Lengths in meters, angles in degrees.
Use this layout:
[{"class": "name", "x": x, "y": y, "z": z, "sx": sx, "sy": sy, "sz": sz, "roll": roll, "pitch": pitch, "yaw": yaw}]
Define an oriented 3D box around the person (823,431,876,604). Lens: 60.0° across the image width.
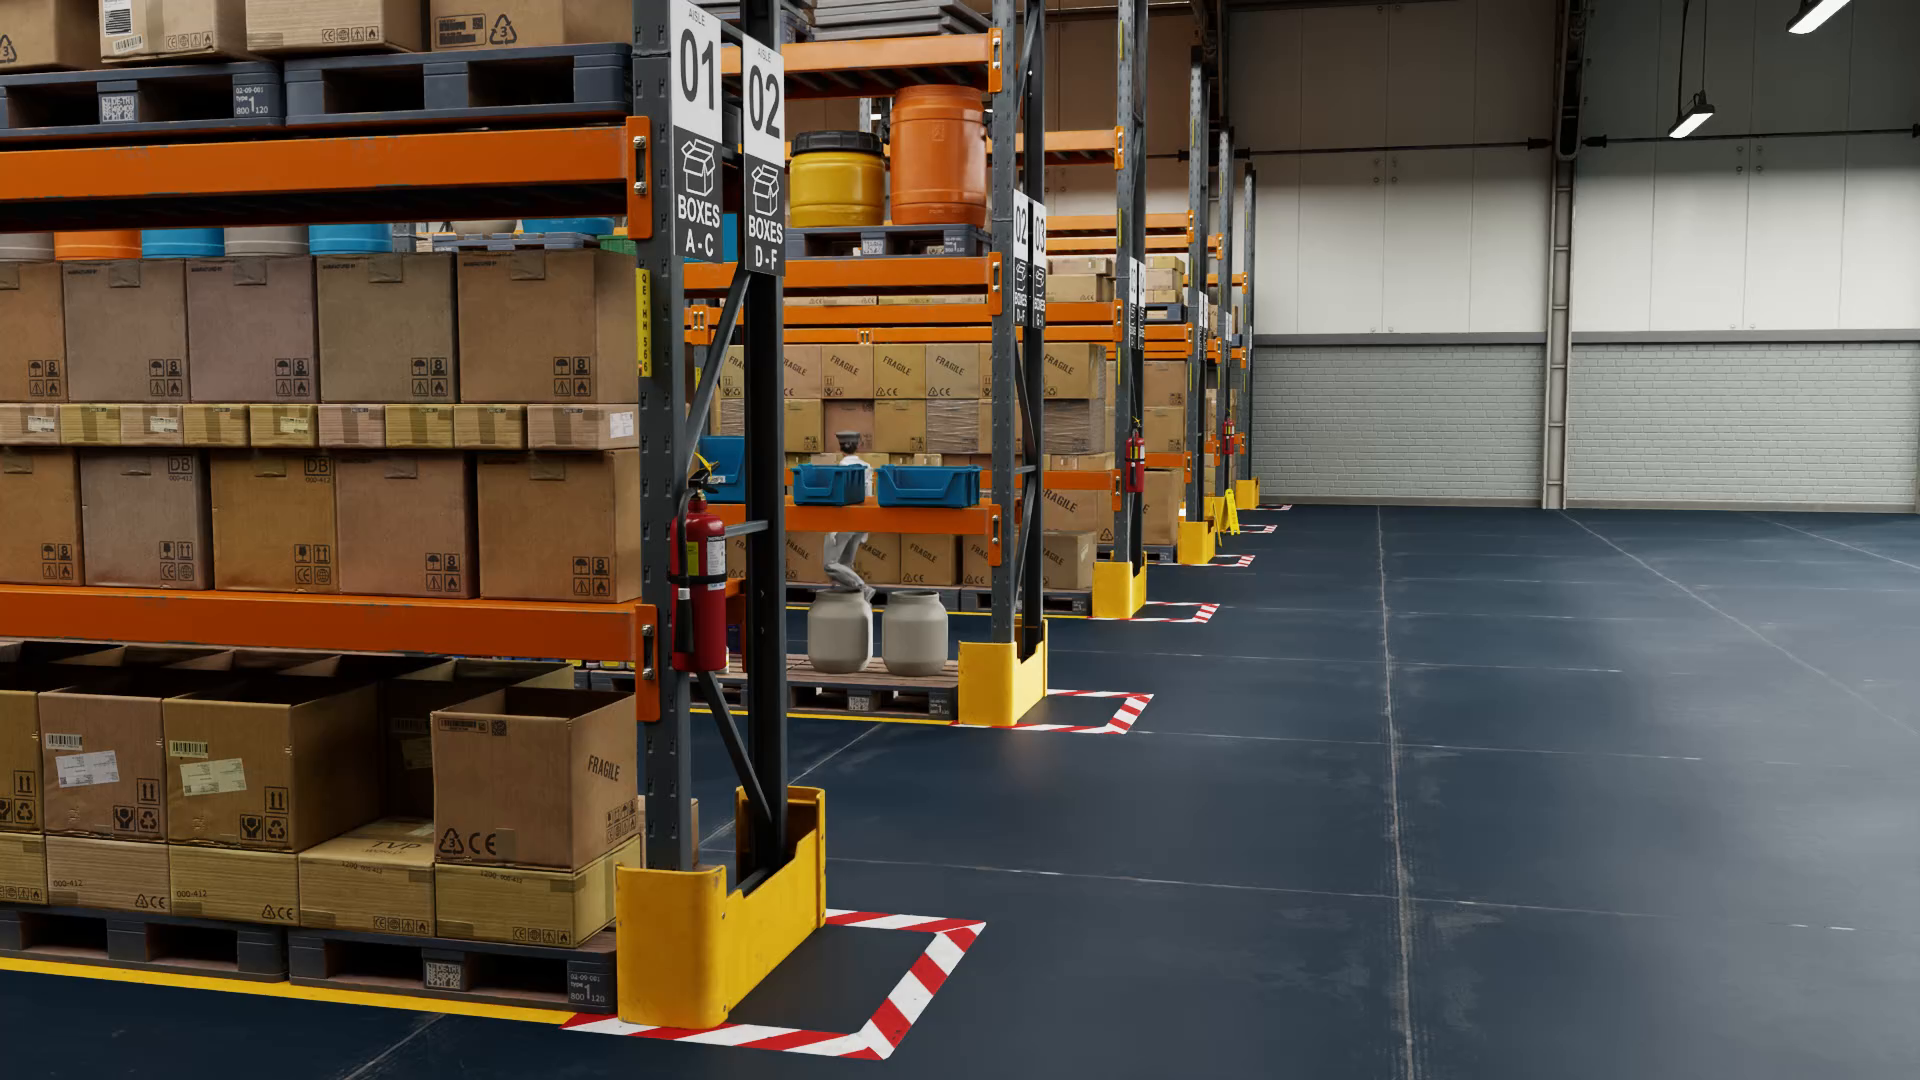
[{"class": "person", "x": -0.965, "y": -0.126, "z": 14.509, "sx": 0.645, "sy": 1.649, "sz": 0.504, "roll": 3, "pitch": 6, "yaw": 34}]
